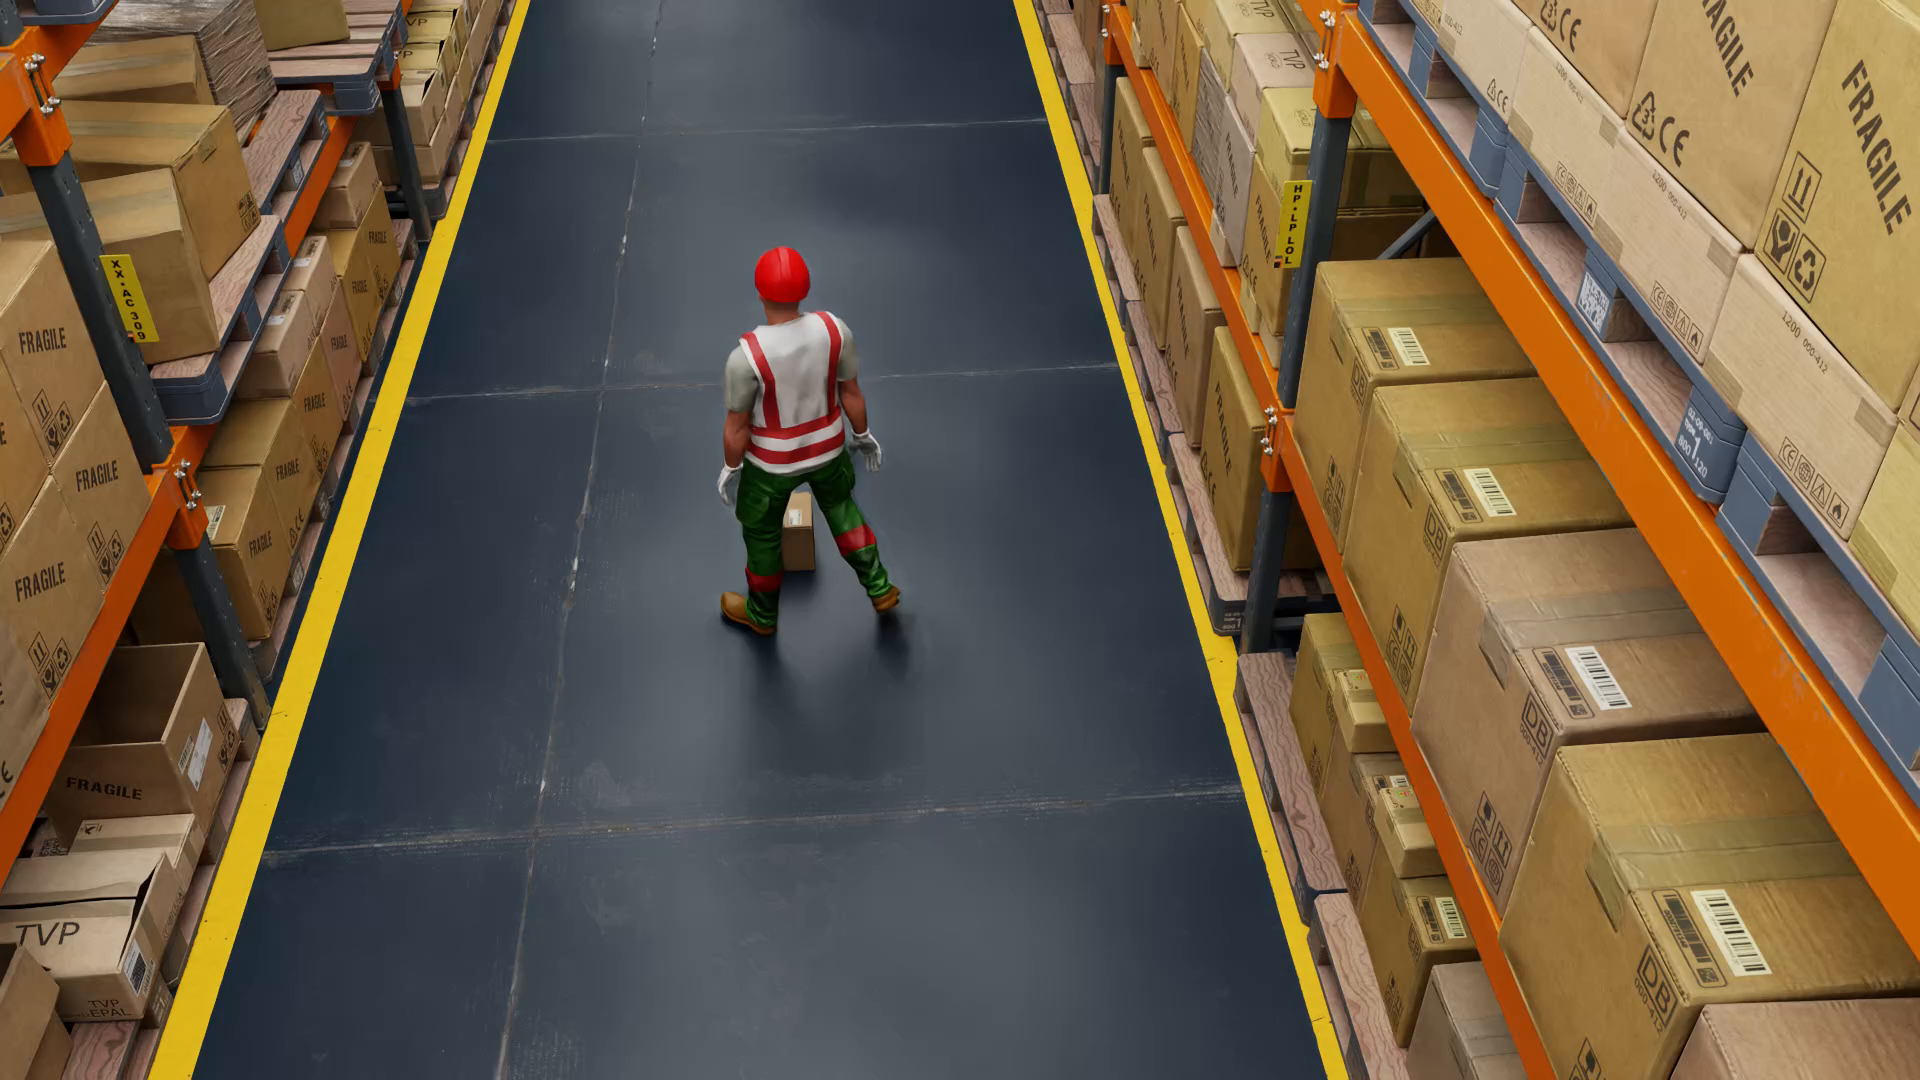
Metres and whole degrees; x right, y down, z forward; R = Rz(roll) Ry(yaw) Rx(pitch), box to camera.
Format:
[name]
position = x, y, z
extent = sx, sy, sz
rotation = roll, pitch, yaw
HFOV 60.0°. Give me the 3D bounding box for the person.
[person]
position = -0.626, -0.350, 6.565
extent = 0.696, 1.789, 0.598
rotation = -22, 44, -25
